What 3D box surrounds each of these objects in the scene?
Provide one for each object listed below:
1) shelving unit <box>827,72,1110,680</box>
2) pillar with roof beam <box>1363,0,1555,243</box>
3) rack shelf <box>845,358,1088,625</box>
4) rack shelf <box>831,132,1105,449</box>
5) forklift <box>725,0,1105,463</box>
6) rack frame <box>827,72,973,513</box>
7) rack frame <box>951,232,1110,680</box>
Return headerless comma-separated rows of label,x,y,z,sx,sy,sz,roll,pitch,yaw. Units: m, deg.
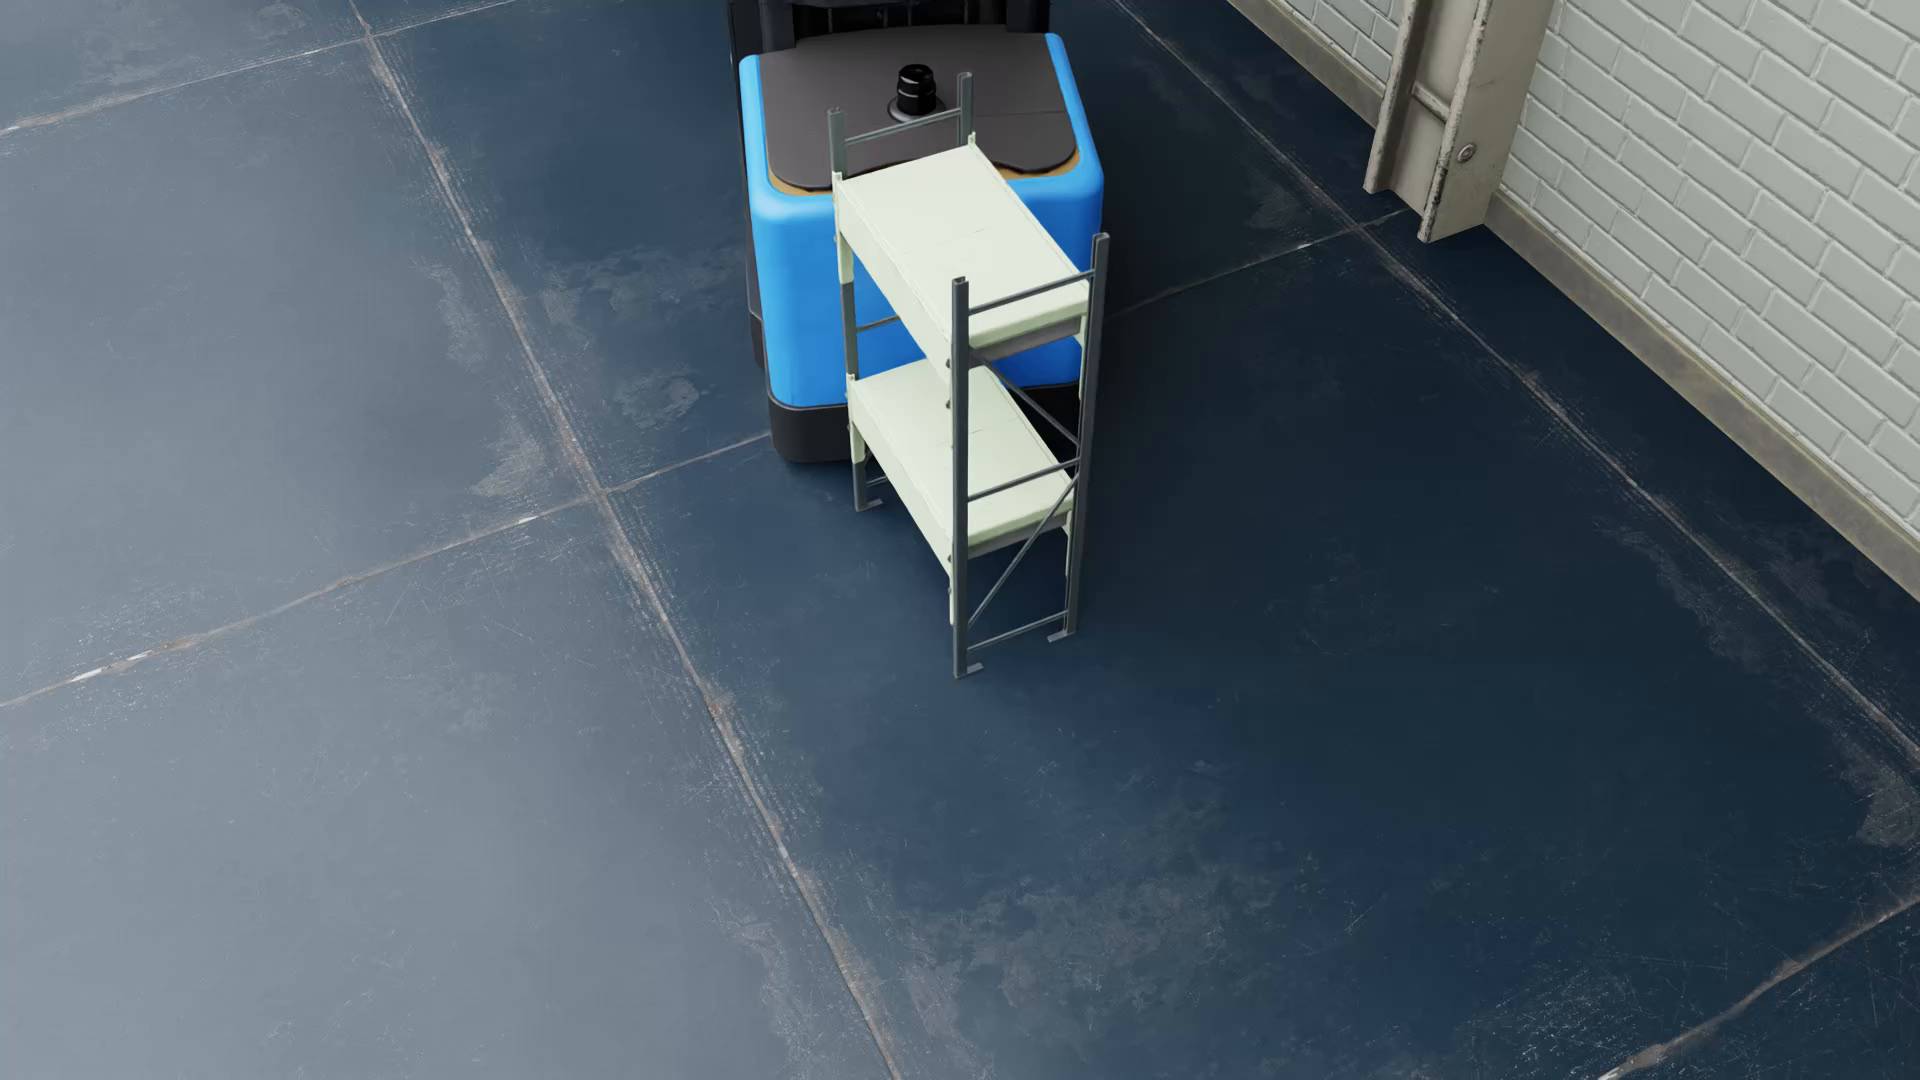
shelving unit,0.007,-0.404,4.607,0.431,1.500,0.755,-20,52,-17
pillar with roof beam,-2.041,-2.773,1.697,9.100,9.000,0.400,-21,52,-18
rack shelf,0.007,-0.189,4.852,0.431,0.370,0.720,-20,52,-17
rack shelf,0.007,-0.661,4.313,0.431,0.370,0.720,-20,52,-17
forklift,-0.273,-2.338,5.347,1.130,2.935,3.031,-6,49,-5
rack frame,-0.151,-0.652,4.824,0.400,1.500,0.023,-20,52,-17
rack frame,0.165,-0.155,4.389,0.400,1.500,0.023,-20,52,-17
